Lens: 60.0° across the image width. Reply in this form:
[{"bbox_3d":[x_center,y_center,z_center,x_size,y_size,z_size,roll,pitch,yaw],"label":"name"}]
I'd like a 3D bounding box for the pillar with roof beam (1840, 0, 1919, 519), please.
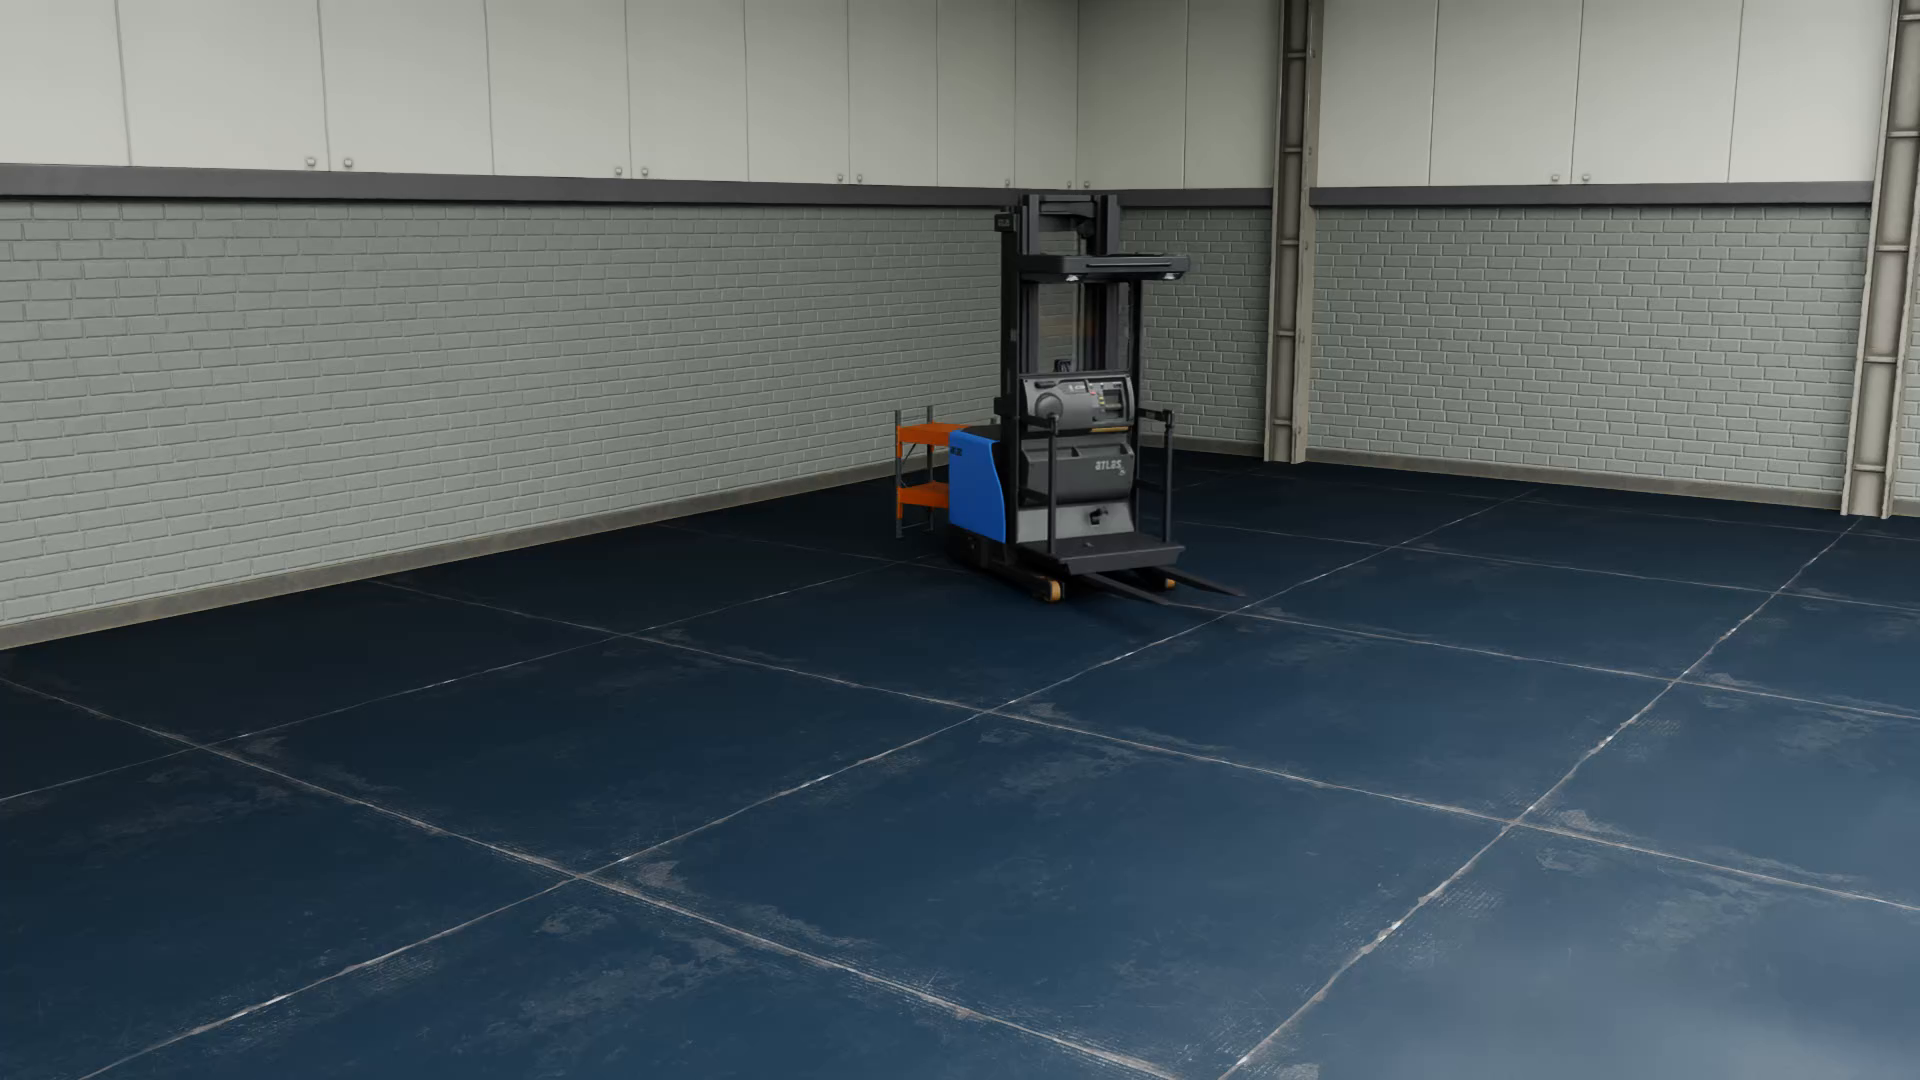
[{"bbox_3d":[6.052,-4.002,11.524,0.400,9.000,9.100,8,13,36],"label":"pillar with roof beam"}]

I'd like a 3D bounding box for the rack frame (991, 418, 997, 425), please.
[{"bbox_3d":[0.415,-0.494,14.124,0.032,1.125,0.500,8,13,36],"label":"rack frame"}]

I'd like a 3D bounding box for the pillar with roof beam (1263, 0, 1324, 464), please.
[{"bbox_3d":[1.216,-4.676,15.010,0.400,9.000,9.100,8,13,36],"label":"pillar with roof beam"}]

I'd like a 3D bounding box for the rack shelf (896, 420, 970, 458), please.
[{"bbox_3d":[0.005,-0.839,14.363,1.000,0.278,0.538,8,13,36],"label":"rack shelf"}]

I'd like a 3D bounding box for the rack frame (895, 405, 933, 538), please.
[{"bbox_3d":[-0.404,-0.609,14.714,0.032,1.125,0.500,8,13,36],"label":"rack frame"}]

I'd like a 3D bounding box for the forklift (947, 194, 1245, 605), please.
[{"bbox_3d":[0.994,-1.076,12.373,1.130,2.935,3.031,-5,12,-26],"label":"forklift"}]

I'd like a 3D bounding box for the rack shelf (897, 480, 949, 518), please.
[{"bbox_3d":[0.005,-0.311,14.465,1.000,0.278,0.538,8,13,36],"label":"rack shelf"}]

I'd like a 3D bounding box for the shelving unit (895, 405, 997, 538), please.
[{"bbox_3d":[0.005,-0.552,14.419,1.048,1.125,0.538,8,13,36],"label":"shelving unit"}]
